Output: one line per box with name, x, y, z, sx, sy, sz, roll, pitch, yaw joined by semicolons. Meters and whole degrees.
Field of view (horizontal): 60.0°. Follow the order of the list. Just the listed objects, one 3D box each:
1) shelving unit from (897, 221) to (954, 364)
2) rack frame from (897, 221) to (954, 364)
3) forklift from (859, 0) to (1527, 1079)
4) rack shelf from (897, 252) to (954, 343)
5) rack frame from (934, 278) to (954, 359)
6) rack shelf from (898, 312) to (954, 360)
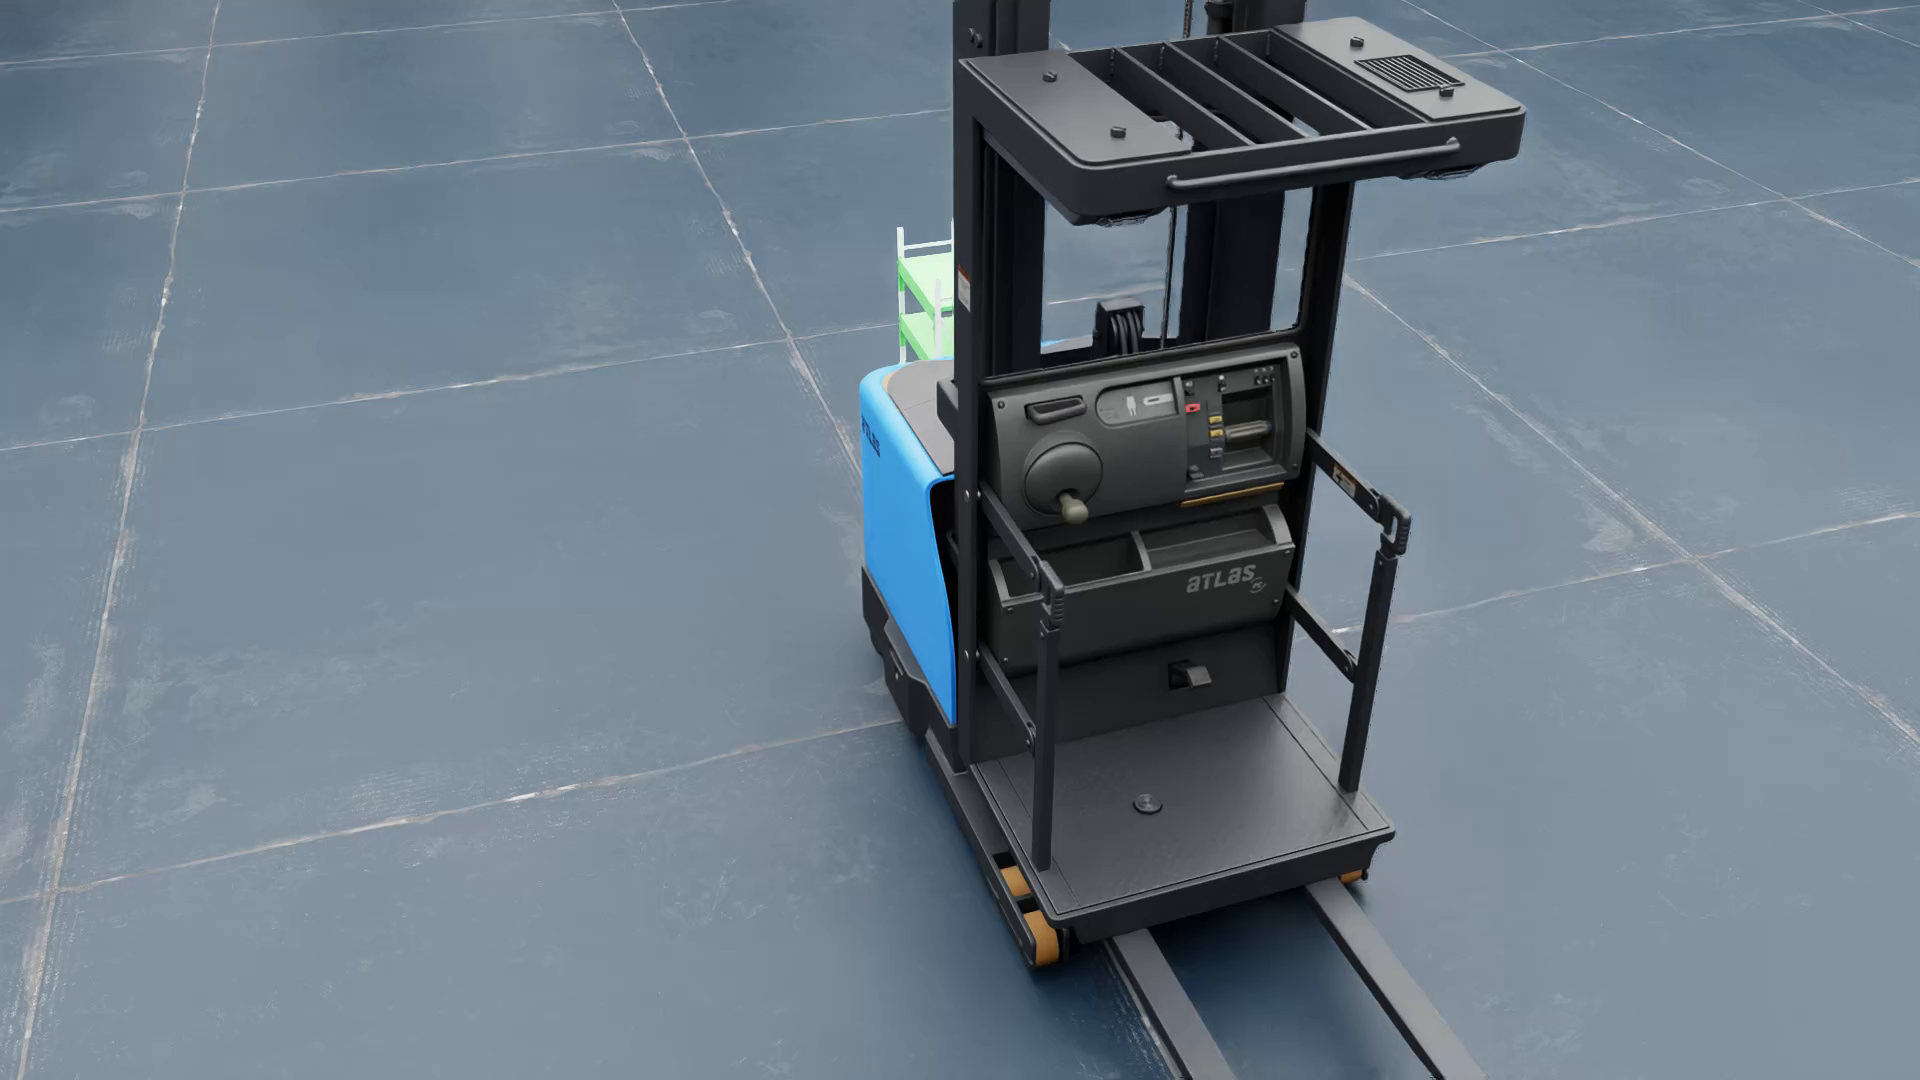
shelving unit;-0.050;-0.587;6.551;0.258;1.200;0.503;-10;35;-15
rack frame;-0.125;-0.716;6.745;0.240;1.200;0.015;-10;35;-15
forklift;0.606;-0.232;4.442;1.130;2.935;3.031;-11;35;-16
rack shelf;-0.050;-0.935;6.321;0.258;0.148;0.480;-10;35;-15
rack frame;0.024;-0.459;6.357;0.240;1.200;0.015;-10;35;-15
rack shelf;-0.050;-0.734;6.454;0.258;0.148;0.480;-10;35;-15
